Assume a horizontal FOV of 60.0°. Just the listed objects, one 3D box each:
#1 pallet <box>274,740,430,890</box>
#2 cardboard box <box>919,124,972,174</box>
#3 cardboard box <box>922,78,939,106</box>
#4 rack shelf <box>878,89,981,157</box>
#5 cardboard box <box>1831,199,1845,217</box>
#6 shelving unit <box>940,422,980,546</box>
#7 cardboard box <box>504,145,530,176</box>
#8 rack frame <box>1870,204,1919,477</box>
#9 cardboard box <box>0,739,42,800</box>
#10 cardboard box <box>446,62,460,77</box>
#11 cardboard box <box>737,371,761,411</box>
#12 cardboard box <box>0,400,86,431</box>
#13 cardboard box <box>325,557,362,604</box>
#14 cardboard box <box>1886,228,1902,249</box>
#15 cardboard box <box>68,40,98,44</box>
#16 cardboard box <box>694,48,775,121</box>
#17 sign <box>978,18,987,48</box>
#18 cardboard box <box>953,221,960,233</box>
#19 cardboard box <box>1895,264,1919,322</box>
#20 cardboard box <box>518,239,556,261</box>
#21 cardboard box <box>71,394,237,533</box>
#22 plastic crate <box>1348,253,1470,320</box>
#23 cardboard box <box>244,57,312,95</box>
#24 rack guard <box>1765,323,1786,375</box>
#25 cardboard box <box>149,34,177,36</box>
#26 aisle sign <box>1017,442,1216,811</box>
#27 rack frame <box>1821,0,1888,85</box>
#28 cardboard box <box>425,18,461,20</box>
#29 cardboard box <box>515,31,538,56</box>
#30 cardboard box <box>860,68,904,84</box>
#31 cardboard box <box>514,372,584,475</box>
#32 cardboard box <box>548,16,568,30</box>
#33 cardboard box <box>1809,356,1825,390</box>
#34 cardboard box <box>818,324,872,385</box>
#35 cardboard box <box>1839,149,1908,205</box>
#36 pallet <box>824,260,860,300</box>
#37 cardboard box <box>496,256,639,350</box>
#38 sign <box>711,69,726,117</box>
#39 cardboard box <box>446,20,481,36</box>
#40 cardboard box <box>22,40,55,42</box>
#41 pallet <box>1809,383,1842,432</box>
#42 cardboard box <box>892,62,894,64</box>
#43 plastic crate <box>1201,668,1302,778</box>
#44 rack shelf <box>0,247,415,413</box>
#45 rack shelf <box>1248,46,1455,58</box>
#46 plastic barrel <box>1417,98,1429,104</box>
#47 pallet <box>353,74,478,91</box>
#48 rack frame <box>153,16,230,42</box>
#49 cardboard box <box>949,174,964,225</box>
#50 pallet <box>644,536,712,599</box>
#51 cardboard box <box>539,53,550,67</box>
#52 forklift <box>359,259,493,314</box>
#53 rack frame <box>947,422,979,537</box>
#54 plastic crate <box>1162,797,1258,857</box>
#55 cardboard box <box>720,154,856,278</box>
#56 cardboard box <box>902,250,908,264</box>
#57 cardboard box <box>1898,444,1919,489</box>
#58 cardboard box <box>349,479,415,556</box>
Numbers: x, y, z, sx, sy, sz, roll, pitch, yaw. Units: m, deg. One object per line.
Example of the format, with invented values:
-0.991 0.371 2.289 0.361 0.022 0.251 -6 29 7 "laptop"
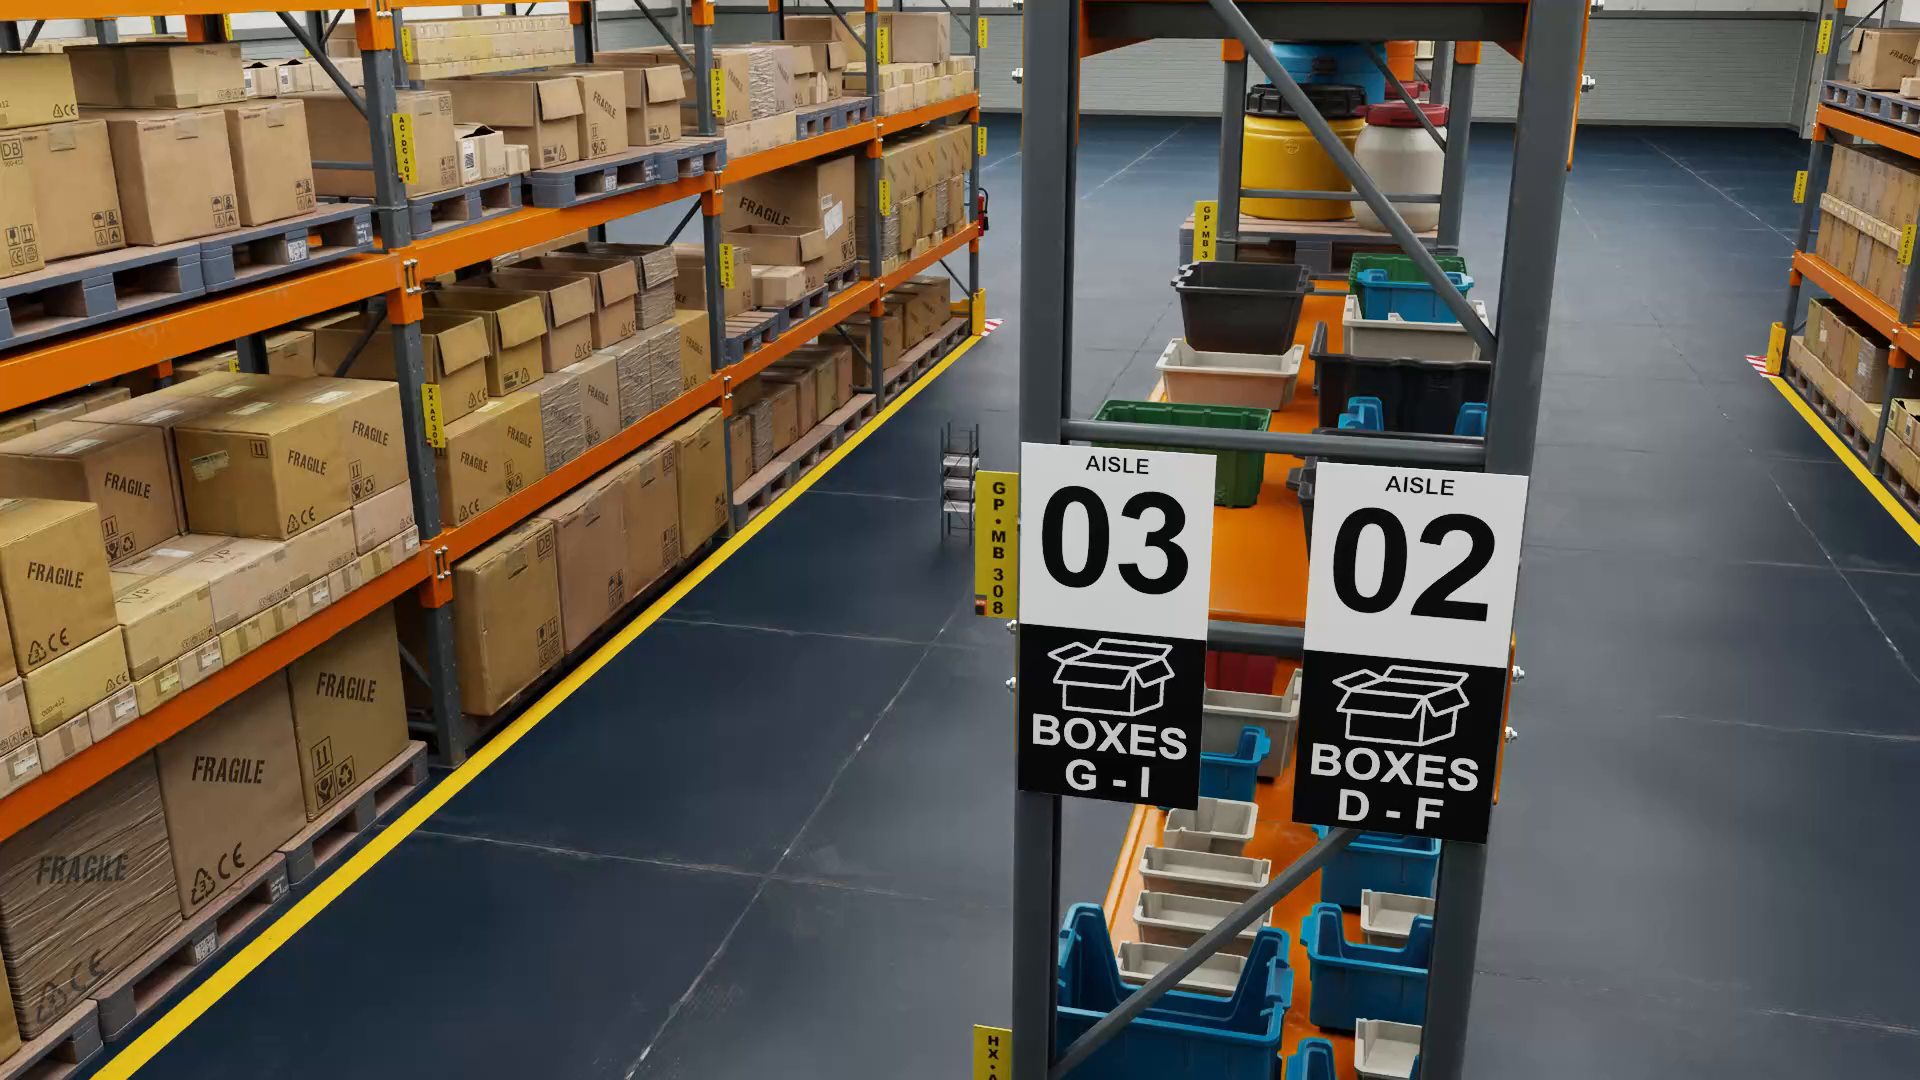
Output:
-3.468 1.328 8.474 1.003 0.211 1.213 5 19 13 "pallet"
-0.170 -4.455 18.927 0.500 0.500 0.500 5 19 13 "cardboard box"
-0.517 -4.688 17.363 0.500 0.250 0.500 4 19 12 "cardboard box"
-0.763 -4.438 17.511 1.077 0.370 4.000 5 19 13 "rack shelf"
8.901 -3.289 16.518 0.380 0.149 0.250 5 19 14 "cardboard box"
-0.002 -0.423 12.535 0.258 0.900 0.210 5 19 13 "shelving unit"
-2.697 -2.178 9.523 0.380 0.149 0.250 4 19 11 "cardboard box"
8.353 -1.948 13.750 1.000 3.000 0.127 5 19 13 "rack frame"
-3.591 0.821 6.033 0.380 0.149 0.250 4 19 13 "cardboard box"
-5.495 -4.948 17.478 0.380 0.149 0.250 5 19 13 "cardboard box"
-1.975 -1.237 13.696 0.500 0.250 0.500 7 20 20 "cardboard box"
-7.040 -0.878 12.674 0.500 0.250 0.500 5 19 14 "cardboard box"
-3.089 0.177 7.916 0.380 0.149 0.250 4 19 12 "cardboard box"
8.399 -2.647 14.637 0.380 0.149 0.250 5 19 13 "cardboard box"
-10.169 -5.759 19.422 0.380 0.149 0.250 5 20 14 "cardboard box"
-1.738 -3.467 12.628 0.500 0.500 0.500 5 19 14 "cardboard box"
0.258 -5.774 18.940 0.100 0.325 0.005 5 19 13 "sign"
-0.217 -3.600 18.976 0.380 0.149 0.250 5 19 13 "cardboard box"
8.455 -2.135 14.143 0.700 0.500 0.500 4 19 12 "cardboard box"
-5.374 -3.108 19.784 0.875 0.875 0.875 4 19 13 "cardboard box"
-3.700 -0.365 7.728 0.500 0.500 0.500 5 19 13 "cardboard box"
1.786 -0.996 6.649 0.450 0.188 0.662 5 19 13 "plastic crate"
-6.252 -4.212 15.070 0.500 0.311 0.500 4 19 11 "cardboard box"
9.336 -2.026 17.847 1.175 0.500 0.348 5 19 13 "rack guard"
-10.169 -6.351 21.154 0.380 0.149 0.250 5 19 13 "cardboard box"
0.317 0.190 3.469 0.394 0.787 0.004 5 19 13 "aisle sign"
9.330 -6.041 16.451 1.000 3.000 0.127 5 19 13 "rack frame"
-5.824 -5.775 18.663 0.380 0.149 0.250 5 19 14 "cardboard box"
-5.155 -5.655 18.929 0.500 0.250 0.500 5 19 13 "cardboard box"
-0.770 -4.599 16.486 0.380 0.149 0.250 5 20 15 "cardboard box"
-2.607 -0.710 9.972 0.500 0.500 0.500 4 19 12 "cardboard box"
-4.875 -6.122 19.681 0.380 0.149 0.250 5 19 14 "cardboard box"
8.742 -1.635 16.438 0.500 0.250 0.500 5 19 13 "cardboard box"
-1.116 -1.870 16.738 0.500 0.500 0.500 4 19 12 "cardboard box"
9.068 -3.536 16.237 0.700 0.500 0.500 4 19 12 "cardboard box"
-1.580 -2.413 15.408 1.003 0.211 1.213 5 19 13 "pallet"
-2.586 -1.568 10.931 0.797 0.503 0.637 5 20 15 "cardboard box"
-1.693 -3.133 11.657 0.100 0.325 0.005 5 19 13 "sign"
-5.371 -5.486 17.818 0.380 0.149 0.250 5 19 14 "cardboard box"
-10.744 -5.721 19.310 0.380 0.149 0.250 5 19 14 "cardboard box"
8.884 -1.258 16.044 1.003 0.211 1.213 5 19 13 "pallet"
-0.917 -5.049 17.805 0.380 0.149 0.250 4 19 11 "cardboard box"
1.044 0.659 6.209 0.437 0.282 0.530 5 19 13 "plastic crate"
-3.695 -0.676 6.499 1.077 0.370 4.000 5 19 13 "rack shelf"
2.085 -2.769 8.604 1.077 0.370 4.000 5 19 13 "rack shelf"
2.946 -2.632 10.940 0.421 0.512 0.421 0 19 0 "plastic barrel"
-5.827 -4.788 17.562 1.003 0.211 1.213 5 19 13 "pallet"
-9.884 -7.607 21.036 1.000 3.000 0.127 5 19 13 "rack frame"
-0.442 -3.837 18.666 0.875 0.500 0.500 5 19 13 "cardboard box"
-2.495 0.083 12.118 1.003 0.211 1.213 5 19 13 "pallet"
-4.999 -5.586 19.344 0.380 0.149 0.250 5 19 14 "cardboard box"
-4.446 -1.763 13.315 1.130 2.935 3.031 5 19 14 "forklift"
0.023 -0.455 12.628 0.240 0.900 0.006 5 19 13 "rack frame"
0.826 0.974 5.510 0.298 0.136 0.250 5 19 13 "plastic crate"
-1.582 -2.976 15.183 1.000 1.000 1.000 5 19 14 "cardboard box"
-0.748 -2.893 16.906 0.380 0.149 0.250 5 19 13 "cardboard box"
7.888 -0.579 13.345 0.500 0.250 0.500 5 20 15 "cardboard box"
-3.060 -0.135 8.213 0.500 0.250 0.500 4 19 12 "cardboard box"
